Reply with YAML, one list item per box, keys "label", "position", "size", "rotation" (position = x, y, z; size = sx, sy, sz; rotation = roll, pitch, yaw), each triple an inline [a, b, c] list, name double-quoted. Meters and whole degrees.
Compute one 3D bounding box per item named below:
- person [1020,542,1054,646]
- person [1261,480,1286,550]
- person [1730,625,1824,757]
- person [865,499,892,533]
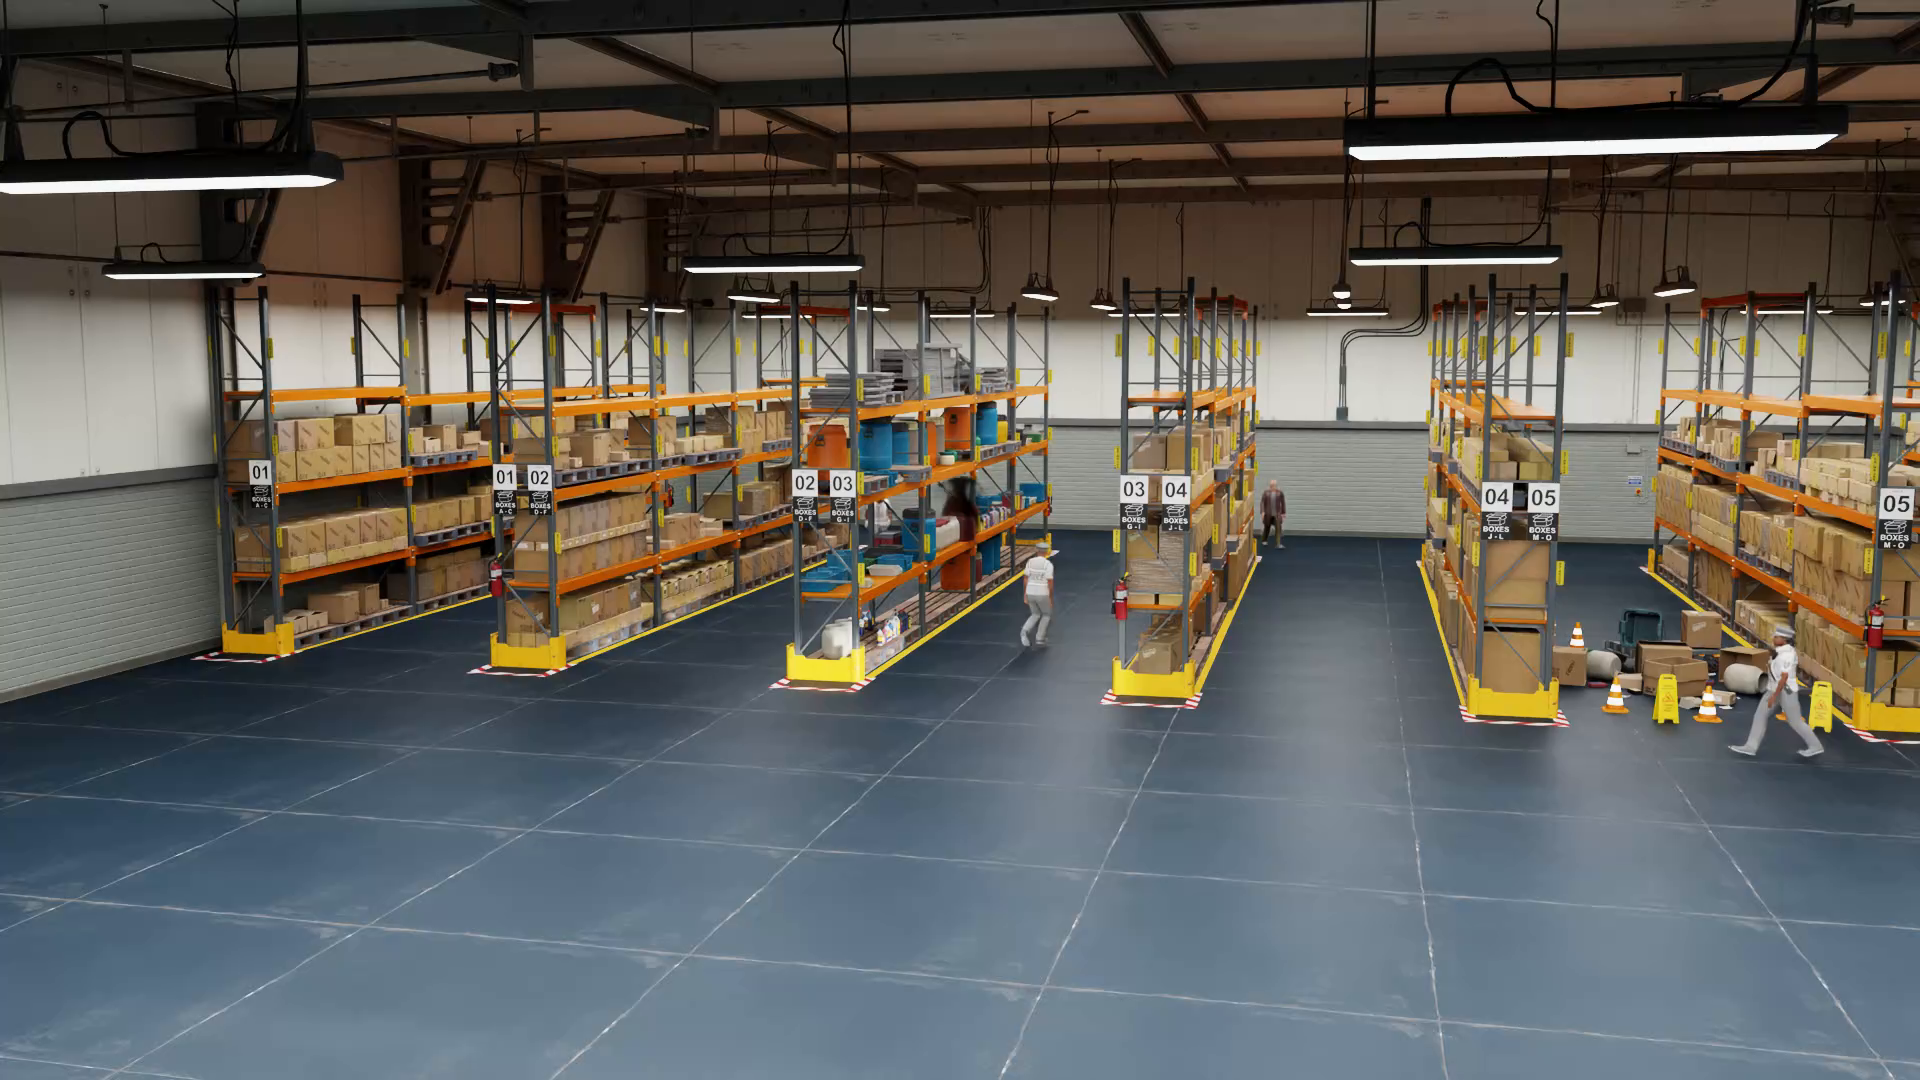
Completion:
- label: "person"
  position: [1.315, 0.925, 27.813]
  size: [0.534, 1.747, 0.529]
  rotation: [-6, 9, -41]
- label: "person"
  position: [7.854, -0.646, 41.672]
  size: [0.671, 1.738, 1.086]
  rotation: [-1, 7, -7]
- label: "person"
  position: [10.020, 1.854, 20.320]
  size: [0.979, 1.633, 0.448]
  rotation: [0, 7, -1]
- label: "person"
  position: [-1.931, -0.327, 39.225]
  size: [0.693, 1.800, 0.876]
  rotation: [1, 7, 11]
